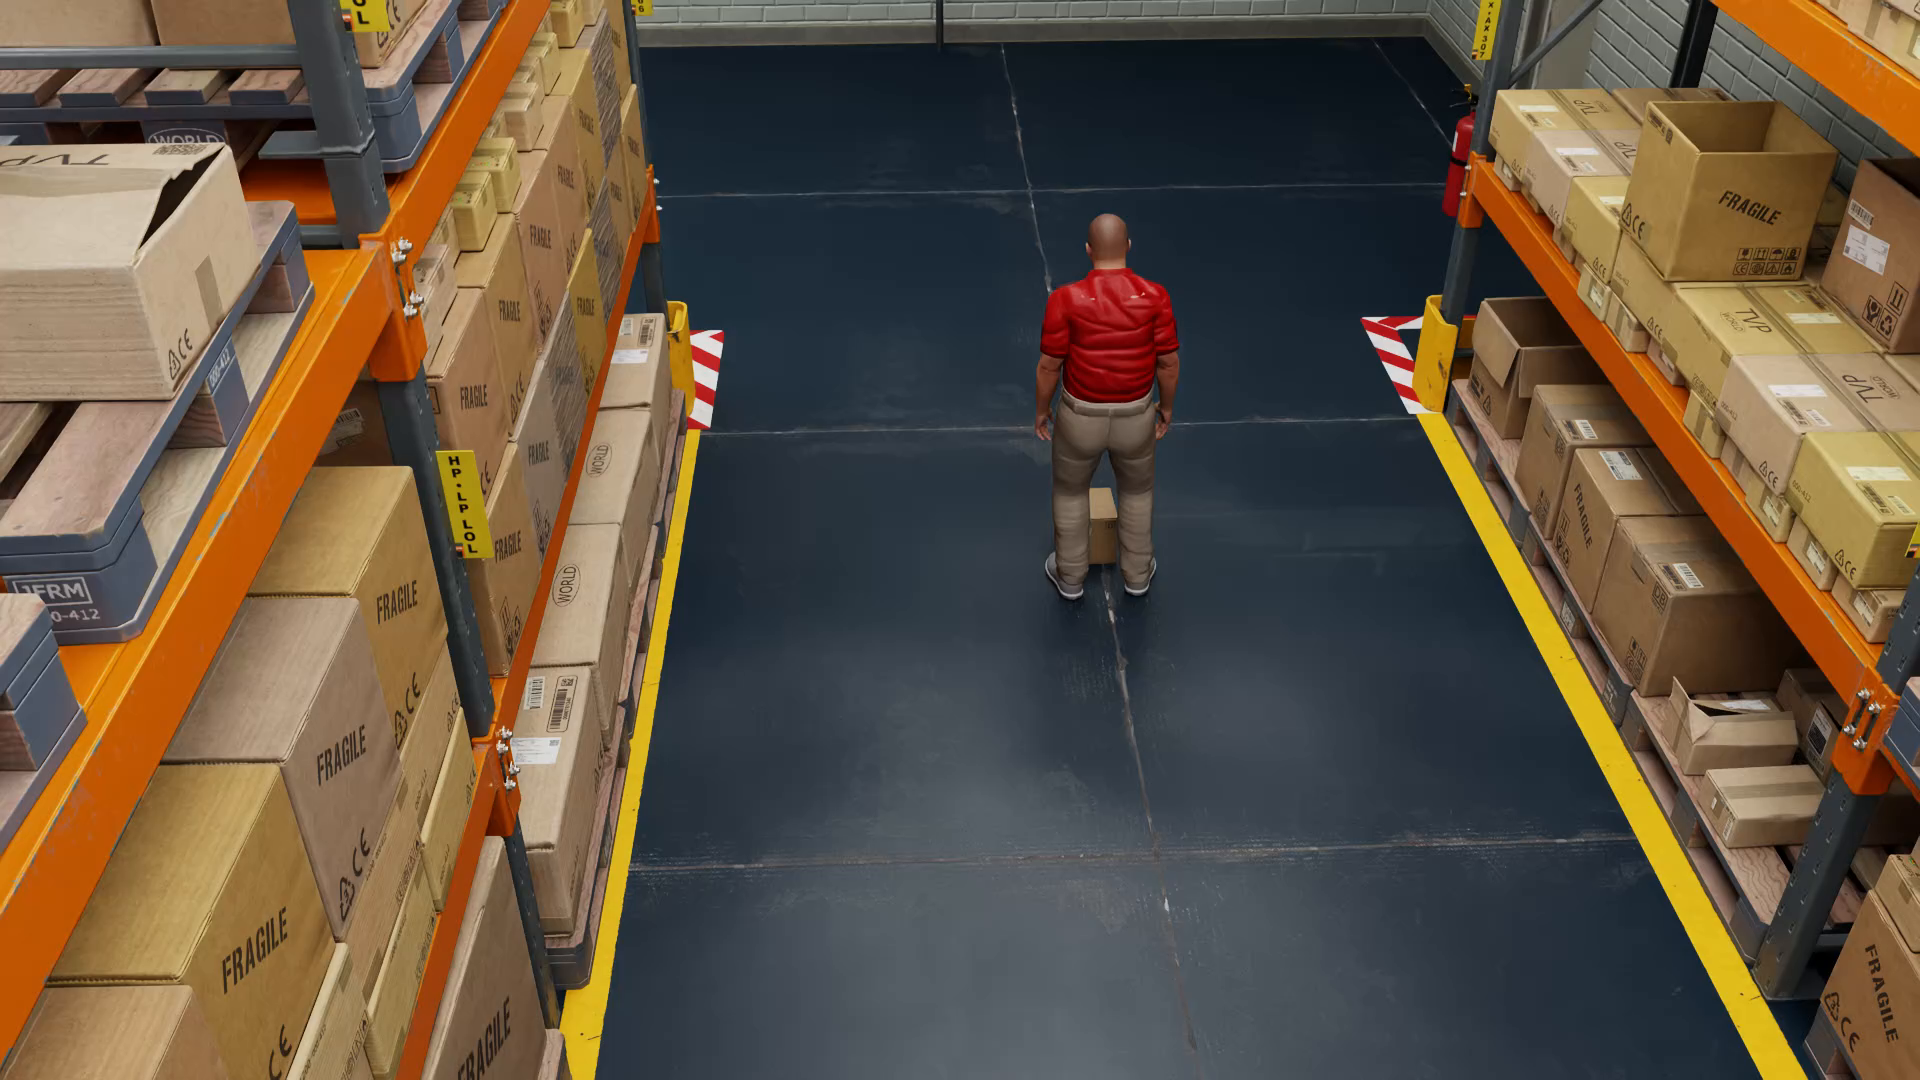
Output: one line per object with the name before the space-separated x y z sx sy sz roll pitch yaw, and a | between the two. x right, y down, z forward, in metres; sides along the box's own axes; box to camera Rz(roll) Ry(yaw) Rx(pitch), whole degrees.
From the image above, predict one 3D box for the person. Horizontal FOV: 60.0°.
person | 0.599 -0.521 6.900 0.585 1.727 0.392 -1 35 -2
